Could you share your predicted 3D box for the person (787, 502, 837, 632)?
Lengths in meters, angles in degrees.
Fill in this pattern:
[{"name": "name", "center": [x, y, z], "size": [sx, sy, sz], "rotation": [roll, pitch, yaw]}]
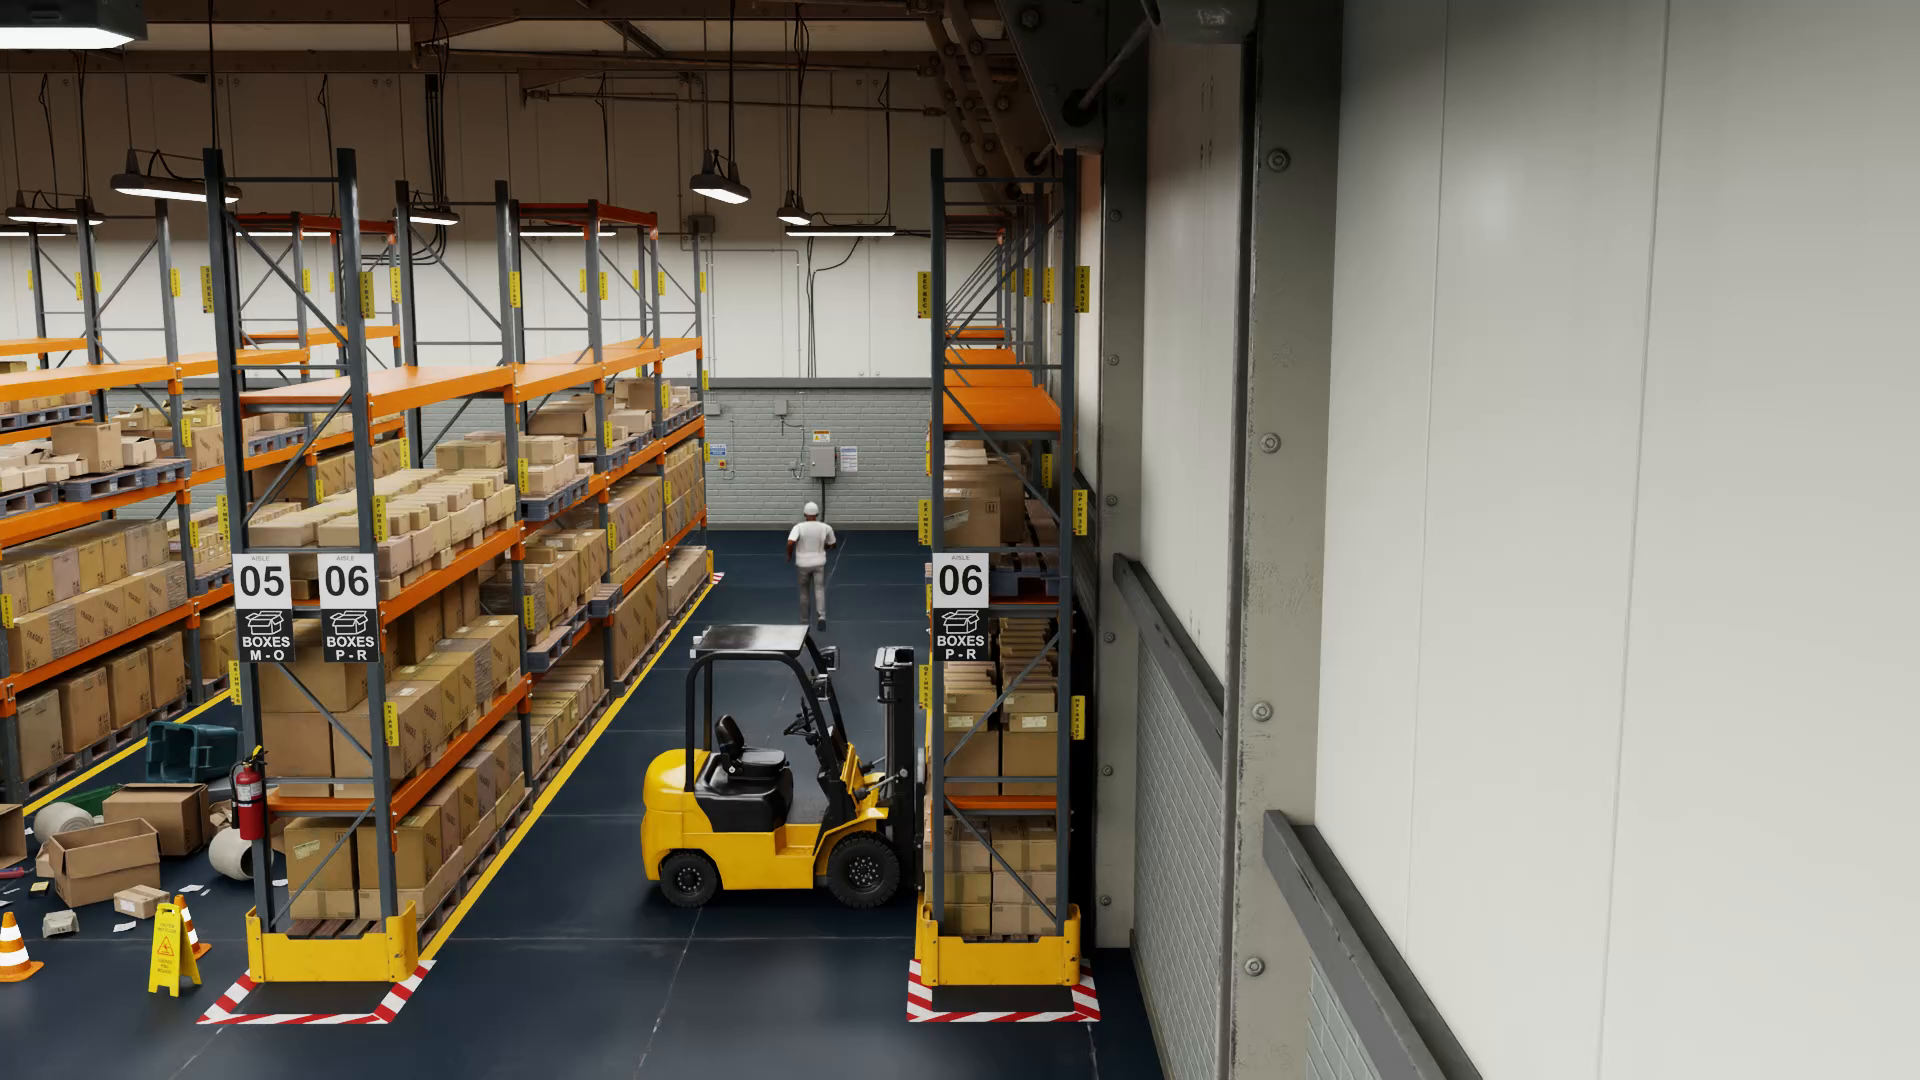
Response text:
[{"name": "person", "center": [-2.062, 0.353, 22.940], "size": [0.721, 1.784, 0.865], "rotation": [-3, 9, -16]}]
